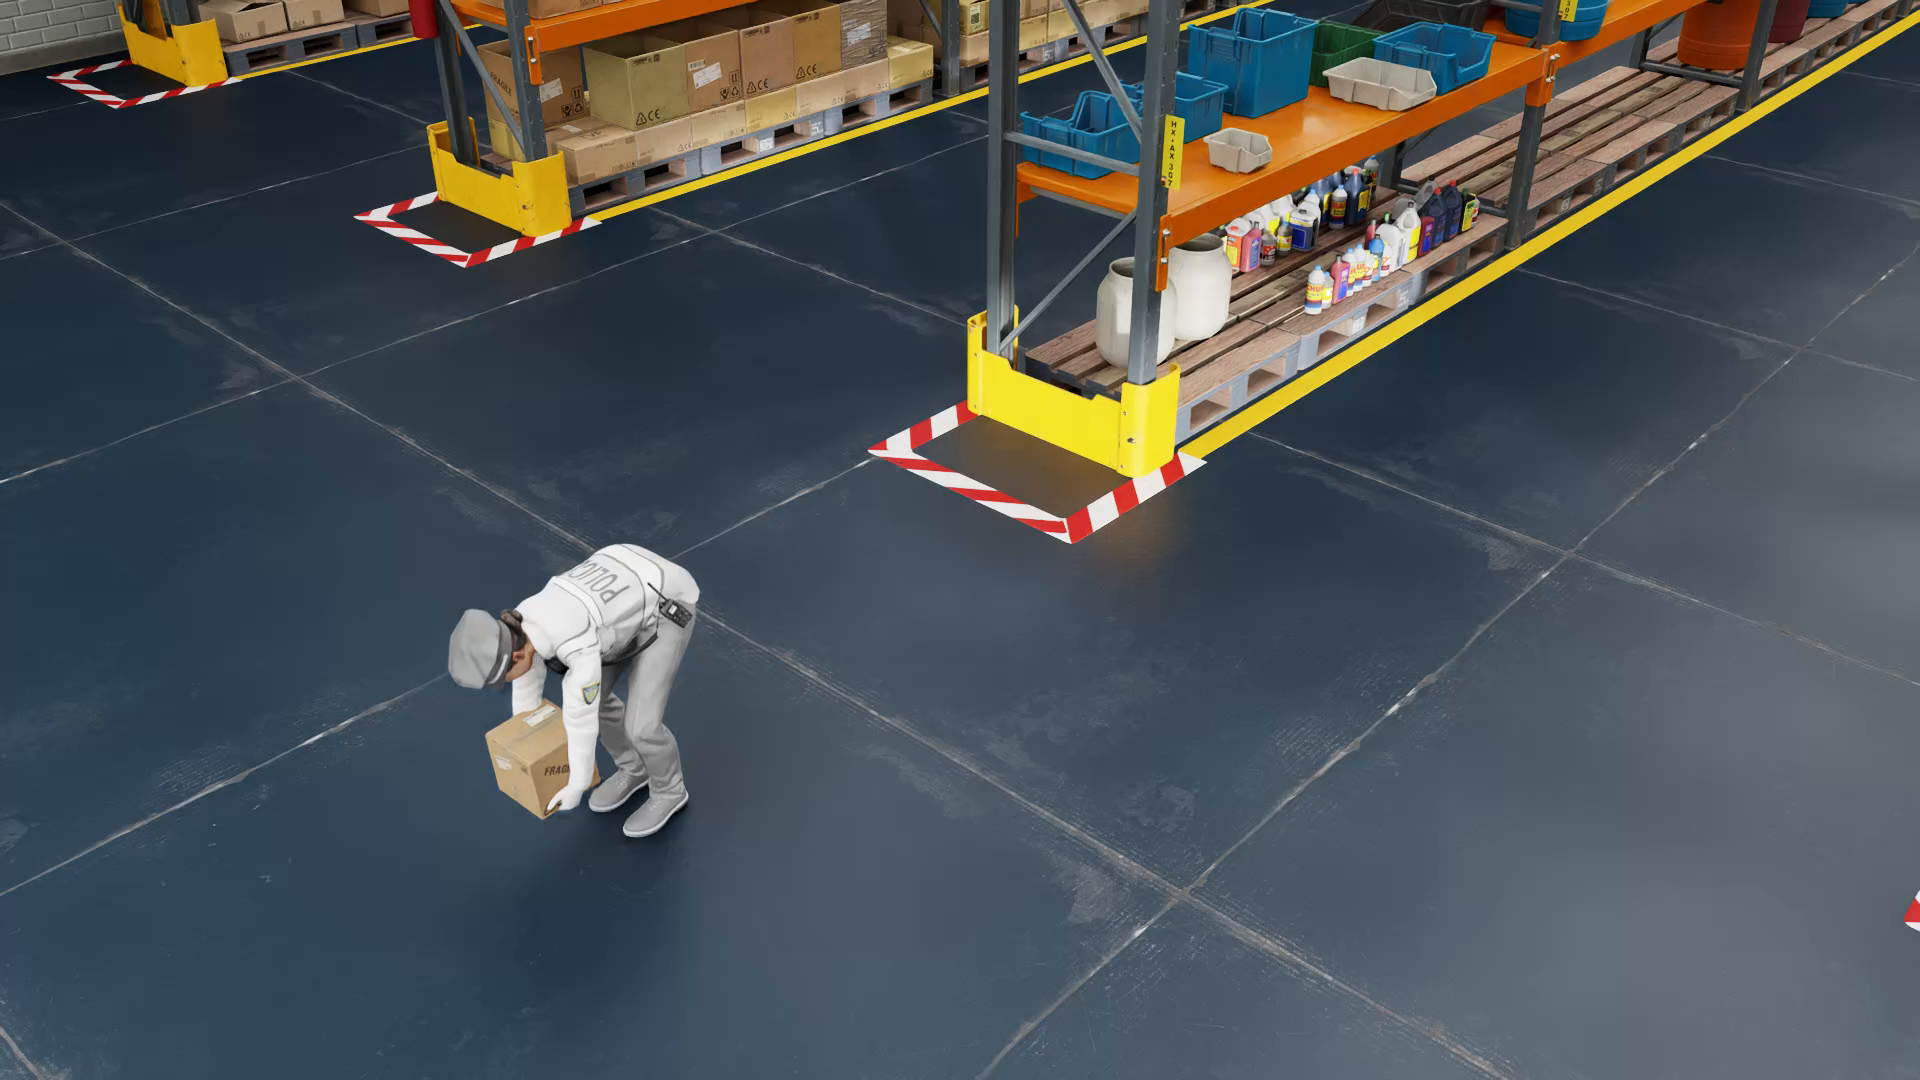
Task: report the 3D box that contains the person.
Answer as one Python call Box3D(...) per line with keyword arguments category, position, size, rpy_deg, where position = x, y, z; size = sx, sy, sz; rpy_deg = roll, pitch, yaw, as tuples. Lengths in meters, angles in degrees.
Box3D(category="person", position=(-1.285, 0.576, 5.732), size=(0.405, 1.106, 0.926), rpy_deg=(24, 39, 33))
